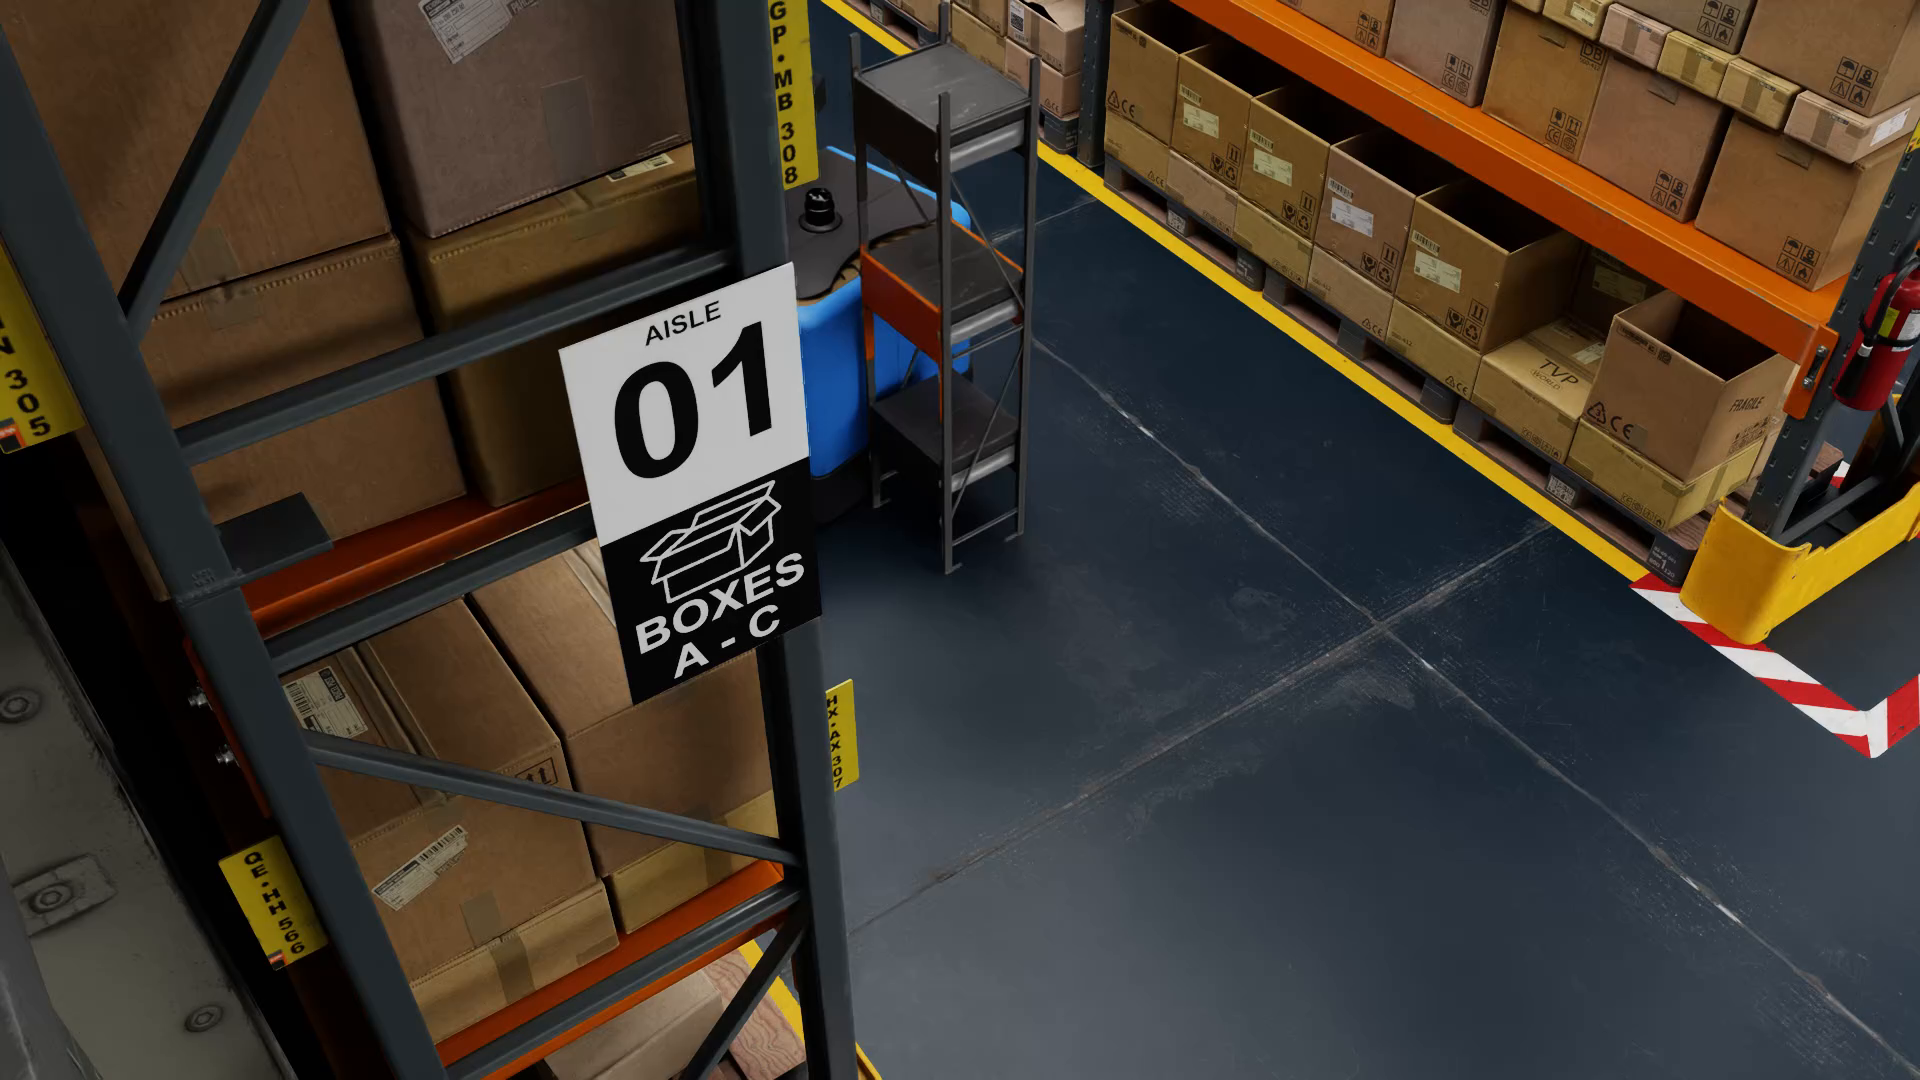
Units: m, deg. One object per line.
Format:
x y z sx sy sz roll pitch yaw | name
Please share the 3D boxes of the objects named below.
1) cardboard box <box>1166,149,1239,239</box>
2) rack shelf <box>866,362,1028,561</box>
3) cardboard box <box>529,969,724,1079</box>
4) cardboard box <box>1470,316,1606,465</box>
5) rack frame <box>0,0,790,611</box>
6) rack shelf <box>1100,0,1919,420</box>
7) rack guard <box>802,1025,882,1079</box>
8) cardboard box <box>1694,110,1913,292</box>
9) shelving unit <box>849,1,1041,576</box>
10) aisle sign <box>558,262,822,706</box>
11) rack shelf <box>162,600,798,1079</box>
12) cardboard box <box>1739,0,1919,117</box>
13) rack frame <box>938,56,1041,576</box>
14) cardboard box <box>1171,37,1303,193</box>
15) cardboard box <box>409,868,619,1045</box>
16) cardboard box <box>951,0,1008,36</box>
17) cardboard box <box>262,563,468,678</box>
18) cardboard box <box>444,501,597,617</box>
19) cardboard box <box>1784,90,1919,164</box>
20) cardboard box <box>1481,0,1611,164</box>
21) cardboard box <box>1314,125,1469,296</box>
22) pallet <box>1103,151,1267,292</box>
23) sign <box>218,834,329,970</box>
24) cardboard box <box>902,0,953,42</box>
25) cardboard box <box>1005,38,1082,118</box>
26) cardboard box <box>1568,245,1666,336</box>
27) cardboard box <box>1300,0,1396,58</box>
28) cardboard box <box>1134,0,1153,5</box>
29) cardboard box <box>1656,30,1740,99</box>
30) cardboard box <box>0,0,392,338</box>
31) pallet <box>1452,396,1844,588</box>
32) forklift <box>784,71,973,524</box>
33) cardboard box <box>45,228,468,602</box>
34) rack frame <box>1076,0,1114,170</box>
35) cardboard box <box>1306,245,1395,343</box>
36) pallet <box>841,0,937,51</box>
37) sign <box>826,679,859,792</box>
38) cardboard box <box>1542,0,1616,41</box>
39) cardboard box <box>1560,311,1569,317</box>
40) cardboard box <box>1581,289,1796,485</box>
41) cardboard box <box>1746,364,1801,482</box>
1.363 -1.764 8.112 0.500 0.250 0.500 -26 49 -24 | cardboard box
-0.052 -0.322 6.601 0.431 0.518 0.480 -28 50 -26 | rack shelf
-1.030 1.337 4.806 0.500 0.311 0.500 -31 52 -29 | cardboard box
2.508 -0.631 6.926 0.500 0.250 0.500 -26 49 -24 | cardboard box
-0.708 -1.219 1.511 1.000 3.000 0.127 -26 49 -24 | rack frame
2.209 -1.881 7.069 1.077 0.370 4.000 -26 49 -24 | rack shelf
-0.751 1.812 4.490 1.175 0.500 0.348 -26 49 -24 | rack guard
3.096 -1.314 5.882 0.700 0.500 0.500 -26 49 -24 | cardboard box
-0.052 -0.839 6.108 0.431 2.100 0.503 -28 50 -26 | shelving unit
-0.421 -0.068 2.766 0.394 0.787 0.004 -26 49 -24 | aisle sign
-1.852 0.078 5.017 1.077 0.370 4.000 -26 49 -24 | rack shelf
3.066 -1.813 5.465 0.700 0.500 0.500 -26 49 -24 | cardboard box
0.096 -0.705 5.968 0.400 2.100 0.015 -28 50 -26 | rack frame
1.366 -2.036 7.855 0.500 0.500 0.500 -26 49 -24 | cardboard box
-1.134 0.809 3.824 0.500 0.250 0.500 -25 49 -24 | cardboard box
0.295 -3.042 9.046 0.500 0.311 0.500 -24 49 -23 | cardboard box
-1.432 0.254 3.862 0.500 0.500 0.500 -25 49 -24 | cardboard box
-1.009 0.053 4.073 0.500 0.500 0.500 -26 49 -24 | cardboard box
2.978 -1.420 5.523 0.380 0.149 0.250 -27 50 -25 | cardboard box
2.513 -1.893 6.488 0.700 0.500 0.500 -25 49 -24 | cardboard box
1.933 -1.467 7.259 0.500 0.500 0.500 -26 49 -24 | cardboard box
1.485 -1.798 8.481 1.003 0.211 1.213 -26 49 -24 | pallet
-1.175 0.625 2.855 0.100 0.325 0.005 -26 49 -24 | sign
0.009 -3.128 9.542 0.500 0.250 0.500 -25 49 -24 | cardboard box
0.590 -2.552 8.938 0.500 0.250 0.500 -26 50 -25 | cardboard box
2.941 -1.111 6.886 0.500 0.500 0.500 -26 49 -24 | cardboard box
1.915 -2.479 7.102 0.700 0.500 0.500 -25 49 -24 | cardboard box
1.033 -2.967 8.966 0.500 0.311 0.500 -26 49 -24 | cardboard box
2.681 -1.713 5.830 0.380 0.149 0.250 -26 50 -25 | cardboard box
-1.169 -0.680 2.307 0.500 0.500 0.500 -24 48 -23 | cardboard box
2.881 -0.416 7.033 1.003 0.211 1.213 -26 49 -24 | pallet
-1.398 -1.990 6.712 3.031 2.935 1.130 30 51 28 | forklift
-1.154 -0.314 2.648 0.500 0.500 0.500 -22 48 -22 | cardboard box
1.065 -3.274 8.007 1.000 3.000 0.127 -26 49 -24 | rack frame
1.936 -1.198 7.519 0.500 0.250 0.500 -26 49 -24 | cardboard box
-0.091 -3.359 10.115 1.003 0.211 1.213 -26 49 -24 | pallet
-0.263 0.423 3.508 0.100 0.325 0.005 -26 49 -24 | sign
2.388 -2.005 6.136 0.380 0.149 0.250 -24 49 -23 | cardboard box
2.654 -1.122 7.441 0.500 0.250 0.500 -26 49 -24 | cardboard box
2.802 -0.623 6.375 0.500 0.500 0.500 -26 49 -24 | cardboard box
3.229 -0.557 6.849 0.500 0.250 0.500 -26 49 -24 | cardboard box
